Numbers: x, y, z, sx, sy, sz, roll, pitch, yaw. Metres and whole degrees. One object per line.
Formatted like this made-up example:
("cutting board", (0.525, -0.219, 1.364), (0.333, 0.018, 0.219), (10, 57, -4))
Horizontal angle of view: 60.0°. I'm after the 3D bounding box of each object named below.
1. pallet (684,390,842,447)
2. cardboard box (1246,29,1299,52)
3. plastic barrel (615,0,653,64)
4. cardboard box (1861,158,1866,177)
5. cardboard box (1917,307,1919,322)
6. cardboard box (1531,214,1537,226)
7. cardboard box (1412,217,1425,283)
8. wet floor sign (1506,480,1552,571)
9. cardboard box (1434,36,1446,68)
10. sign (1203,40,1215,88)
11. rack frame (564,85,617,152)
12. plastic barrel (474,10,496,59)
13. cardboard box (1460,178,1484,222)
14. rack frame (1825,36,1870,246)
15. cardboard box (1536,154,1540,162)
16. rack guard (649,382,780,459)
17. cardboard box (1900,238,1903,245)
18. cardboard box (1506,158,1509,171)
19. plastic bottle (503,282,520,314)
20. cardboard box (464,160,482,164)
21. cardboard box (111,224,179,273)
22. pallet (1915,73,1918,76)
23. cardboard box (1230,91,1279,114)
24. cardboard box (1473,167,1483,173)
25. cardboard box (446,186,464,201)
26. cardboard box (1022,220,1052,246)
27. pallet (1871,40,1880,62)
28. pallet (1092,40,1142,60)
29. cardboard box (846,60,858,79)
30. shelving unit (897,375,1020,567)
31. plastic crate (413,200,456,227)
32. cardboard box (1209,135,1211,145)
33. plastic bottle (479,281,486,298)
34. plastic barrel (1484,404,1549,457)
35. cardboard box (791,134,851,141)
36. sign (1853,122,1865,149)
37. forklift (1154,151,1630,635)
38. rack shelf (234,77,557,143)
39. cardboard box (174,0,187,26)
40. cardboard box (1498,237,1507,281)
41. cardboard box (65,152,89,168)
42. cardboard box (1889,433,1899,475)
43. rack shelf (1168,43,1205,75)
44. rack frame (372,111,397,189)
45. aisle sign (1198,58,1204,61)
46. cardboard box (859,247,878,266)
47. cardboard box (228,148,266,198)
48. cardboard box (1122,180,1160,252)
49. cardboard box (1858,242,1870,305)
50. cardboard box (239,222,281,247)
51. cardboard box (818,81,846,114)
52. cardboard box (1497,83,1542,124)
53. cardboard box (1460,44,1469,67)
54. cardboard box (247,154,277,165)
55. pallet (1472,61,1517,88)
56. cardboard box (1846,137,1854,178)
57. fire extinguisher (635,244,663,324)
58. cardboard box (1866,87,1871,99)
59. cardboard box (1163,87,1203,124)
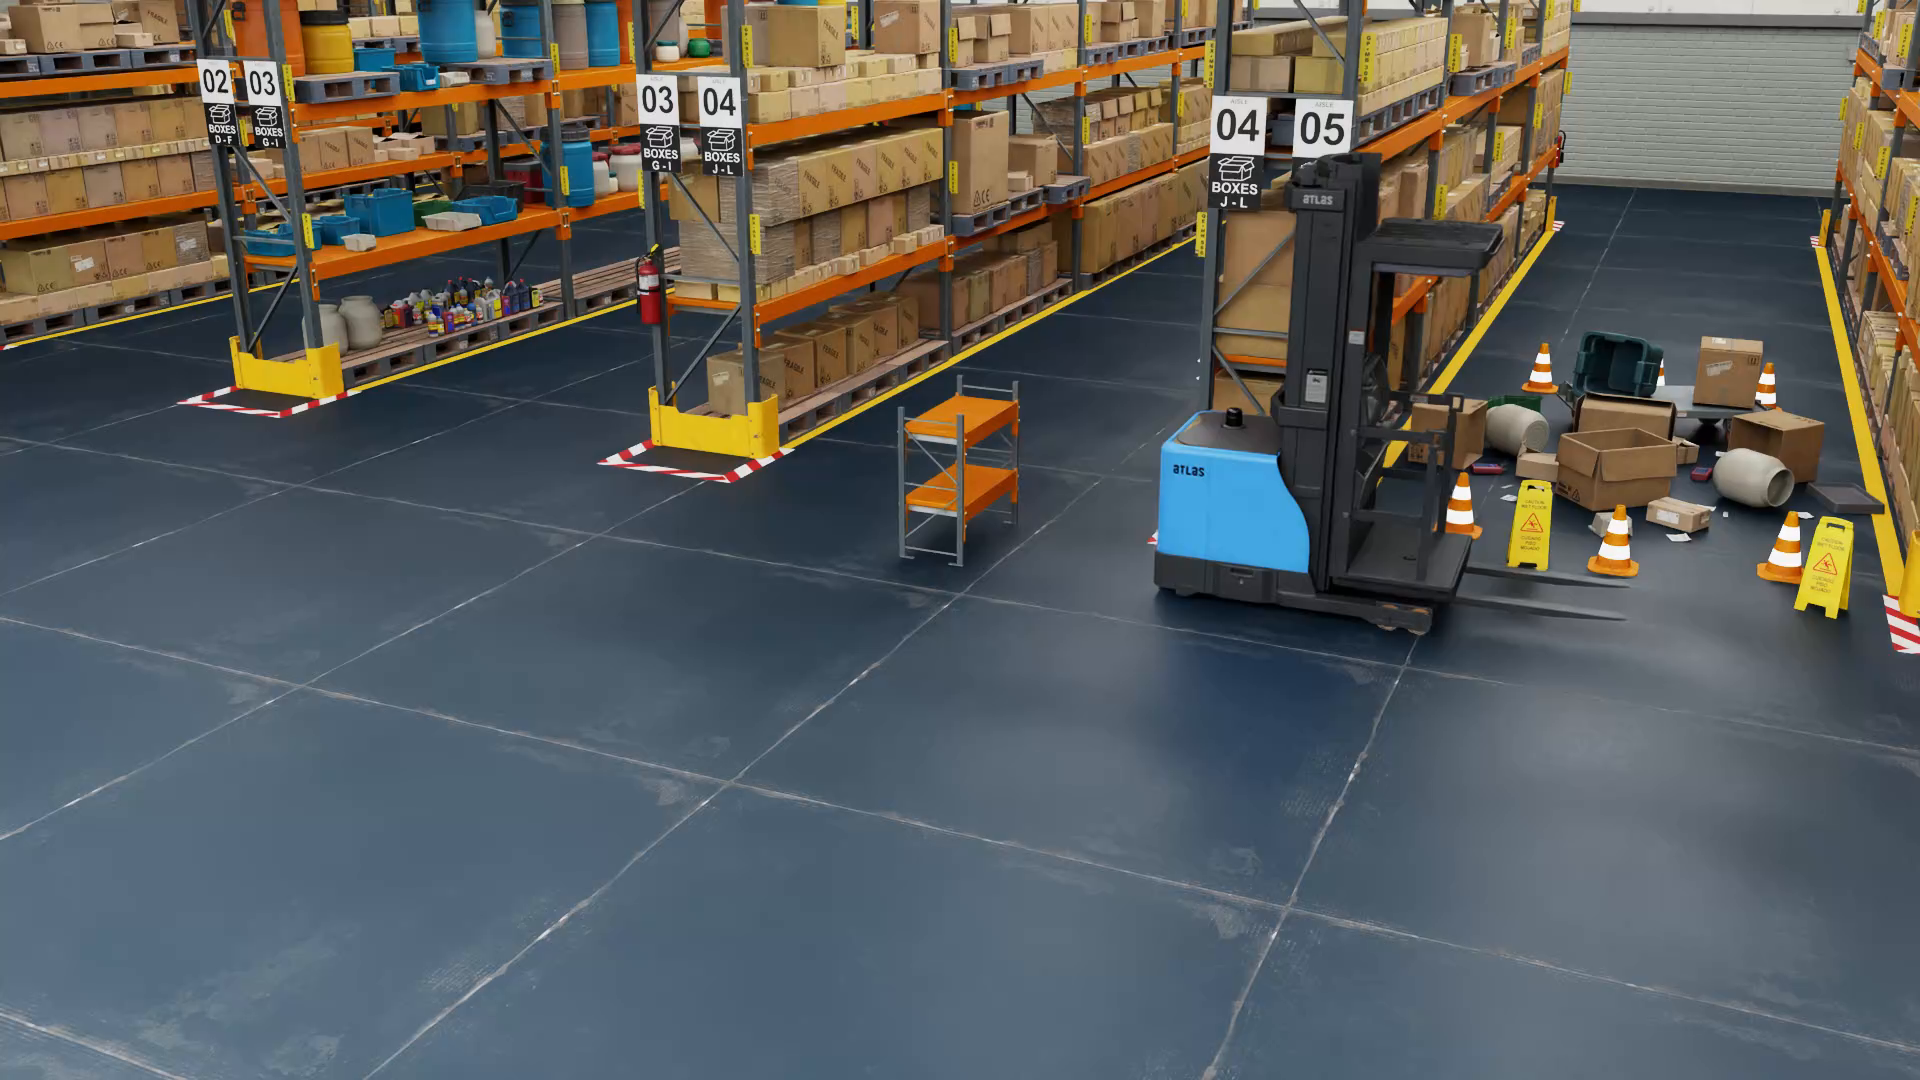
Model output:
("pallet", (-1.813, -1.173, 15.452), (1.003, 0.211, 1.213), (9, 21, 23))
("cardboard box", (2.312, -3.728, 12.407), (0.380, 0.149, 0.250), (9, 21, 24))
("plastic barrel", (-4.254, -6.540, 21.263), (0.600, 0.830, 0.708), (9, 21, 23))
("cardboard box", (11.121, -4.434, 19.939), (0.500, 0.250, 0.500), (9, 21, 24))
("cardboard box", (7.634, -1.866, 12.645), (0.500, 0.500, 0.500), (8, 21, 22))
("cardboard box", (8.250, -4.711, 24.423), (0.380, 0.149, 0.250), (9, 21, 23))
("cardboard box", (3.773, -2.688, 15.325), (0.875, 0.550, 0.550), (9, 21, 23))
("wet floor sign", (4.069, -0.119, 11.840), (0.267, 0.644, 0.232), (5, 20, 13))
("cardboard box", (3.946, -4.273, 14.536), (0.500, 0.250, 0.500), (8, 21, 22))
("sign", (1.786, -3.380, 11.817), (0.100, 0.325, 0.005), (9, 21, 23))
("rack frame", (-6.331, -7.249, 28.375), (1.000, 3.000, 0.127), (9, 21, 23))
("plastic barrel", (-5.445, -5.681, 18.698), (0.421, 0.512, 0.421), (0, 20, 0))
("cardboard box", (5.406, -3.674, 18.175), (0.500, 0.500, 0.500), (9, 21, 23))
("rack frame", (13.384, -5.751, 24.164), (1.000, 3.000, 0.127), (9, 21, 23))
("cardboard box", (8.098, -5.509, 23.859), (0.380, 0.149, 0.250), (10, 22, 25))
("rack guard", (-2.178, -1.065, 14.719), (1.175, 0.500, 0.348), (9, 21, 23))
("cardboard box", (9.099, -2.824, 15.681), (0.380, 0.149, 0.250), (9, 22, 24))
("cardboard box", (6.786, -4.790, 21.209), (0.380, 0.149, 0.250), (8, 21, 20))
("plastic bottle", (-5.169, -2.786, 19.124), (0.144, 0.351, 0.185), (7, 21, 20))
("cardboard box", (-9.819, -7.636, 32.566), (0.700, 0.500, 0.500), (8, 21, 21))
("cardboard box", (-10.014, -3.582, 20.423), (0.500, 0.500, 0.500), (9, 21, 23))
("pallet", (11.416, -5.565, 19.448), (0.805, 0.209, 1.217), (8, 21, 21))
("cardboard box", (2.102, -3.197, 12.103), (0.380, 0.149, 0.250), (9, 21, 23))
("cardboard box", (5.932, -4.294, 19.370), (0.380, 0.149, 0.250), (10, 22, 25))
("cardboard box", (-7.522, -5.155, 25.562), (0.500, 0.500, 0.500), (10, 22, 25))
("cardboard box", (0.820, -3.839, 20.743), (0.500, 0.250, 0.500), (10, 22, 25))
("pallet", (12.091, -6.149, 20.937), (1.003, 0.211, 1.213), (9, 21, 23))
("pallet", (1.738, -6.536, 22.176), (1.003, 0.211, 1.213), (10, 22, 25))
("cardboard box", (-1.166, -4.360, 15.405), (0.380, 0.149, 0.250), (8, 21, 21))
("shelving unit", (0.003, -0.532, 12.286), (0.538, 1.125, 1.048), (9, 21, 23))
("plastic crate", (-5.903, -3.646, 18.561), (0.450, 0.188, 0.662), (9, 21, 23))
("cardboard box", (3.767, -6.291, 26.058), (0.380, 0.149, 0.250), (8, 21, 21))
("plastic bottle", (-5.630, -2.896, 19.531), (0.061, 0.283, 0.133), (9, 21, 23))
("plastic barrel", (4.848, -0.960, 14.537), (0.421, 0.421, 0.512), (-9, 22, -24))
("cardboard box", (-1.396, -3.693, 16.290), (0.500, 0.500, 0.500), (9, 21, 23))
("sign", (11.239, -5.049, 20.780), (0.100, 0.325, 0.005), (9, 21, 23))
("forklift", (2.899, -0.970, 10.823), (3.031, 2.935, 1.130), (8, 21, 21))
("rack shelf", (-5.908, -4.585, 17.482), (1.077, 0.370, 4.000), (9, 21, 23))
("cardboard box", (-12.347, -8.525, 26.682), (0.700, 0.500, 0.500), (7, 21, 18))
("cardboard box", (6.691, -3.623, 21.284), (0.500, 0.500, 0.500), (8, 21, 22))
("cardboard box", (-10.362, -4.417, 19.296), (0.380, 0.149, 0.250), (8, 21, 22))
("cardboard box", (7.774, -0.677, 13.373), (0.500, 0.250, 0.500), (10, 22, 26))
("rack shelf", (3.524, -7.574, 25.886), (1.077, 0.370, 4.000), (9, 21, 23))
("rack frame", (-10.852, -7.927, 30.283), (1.000, 3.000, 0.127), (9, 21, 23))
("aisle sign", (4.099, -8.399, 27.730), (0.394, 0.787, 0.004), (9, 21, 23))
("cardboard box", (-1.018, -2.762, 16.133), (0.380, 0.149, 0.250), (9, 21, 23))
("cardboard box", (-12.069, -6.096, 27.716), (0.750, 0.750, 0.750), (8, 21, 22))
("cardboard box", (2.096, -4.613, 23.509), (1.225, 0.875, 0.875), (8, 21, 21))
("cardboard box", (11.203, -3.248, 19.668), (0.875, 0.875, 0.875), (9, 22, 24))
("cardboard box", (-9.210, -4.062, 22.054), (0.500, 0.311, 0.500), (9, 21, 23))
("cardboard box", (-1.364, -3.984, 14.941), (0.500, 0.250, 0.500), (8, 21, 22))
("cardboard box", (7.596, -5.940, 22.608), (0.500, 0.500, 0.500), (9, 22, 24))
("cardboard box", (4.872, -4.869, 16.632), (0.396, 0.266, 0.258), (9, 21, 23))
("cardboard box", (-9.414, -5.034, 22.347), (0.396, 0.266, 0.258), (8, 21, 21))
("pallet", (5.336, -5.074, 18.066), (1.213, 0.211, 1.003), (10, 22, 25))
("cardboard box", (12.101, -5.066, 22.089), (0.500, 0.500, 0.500), (8, 21, 22))
("fire extinguisher", (-2.676, -2.212, 14.327), (0.296, 0.674, 0.183), (9, 21, 23))
("cardboard box", (12.163, -5.872, 21.895), (0.380, 0.149, 0.250), (8, 21, 22))
("cardboard box", (3.343, -6.572, 25.132), (0.500, 0.500, 0.500), (9, 21, 23))
